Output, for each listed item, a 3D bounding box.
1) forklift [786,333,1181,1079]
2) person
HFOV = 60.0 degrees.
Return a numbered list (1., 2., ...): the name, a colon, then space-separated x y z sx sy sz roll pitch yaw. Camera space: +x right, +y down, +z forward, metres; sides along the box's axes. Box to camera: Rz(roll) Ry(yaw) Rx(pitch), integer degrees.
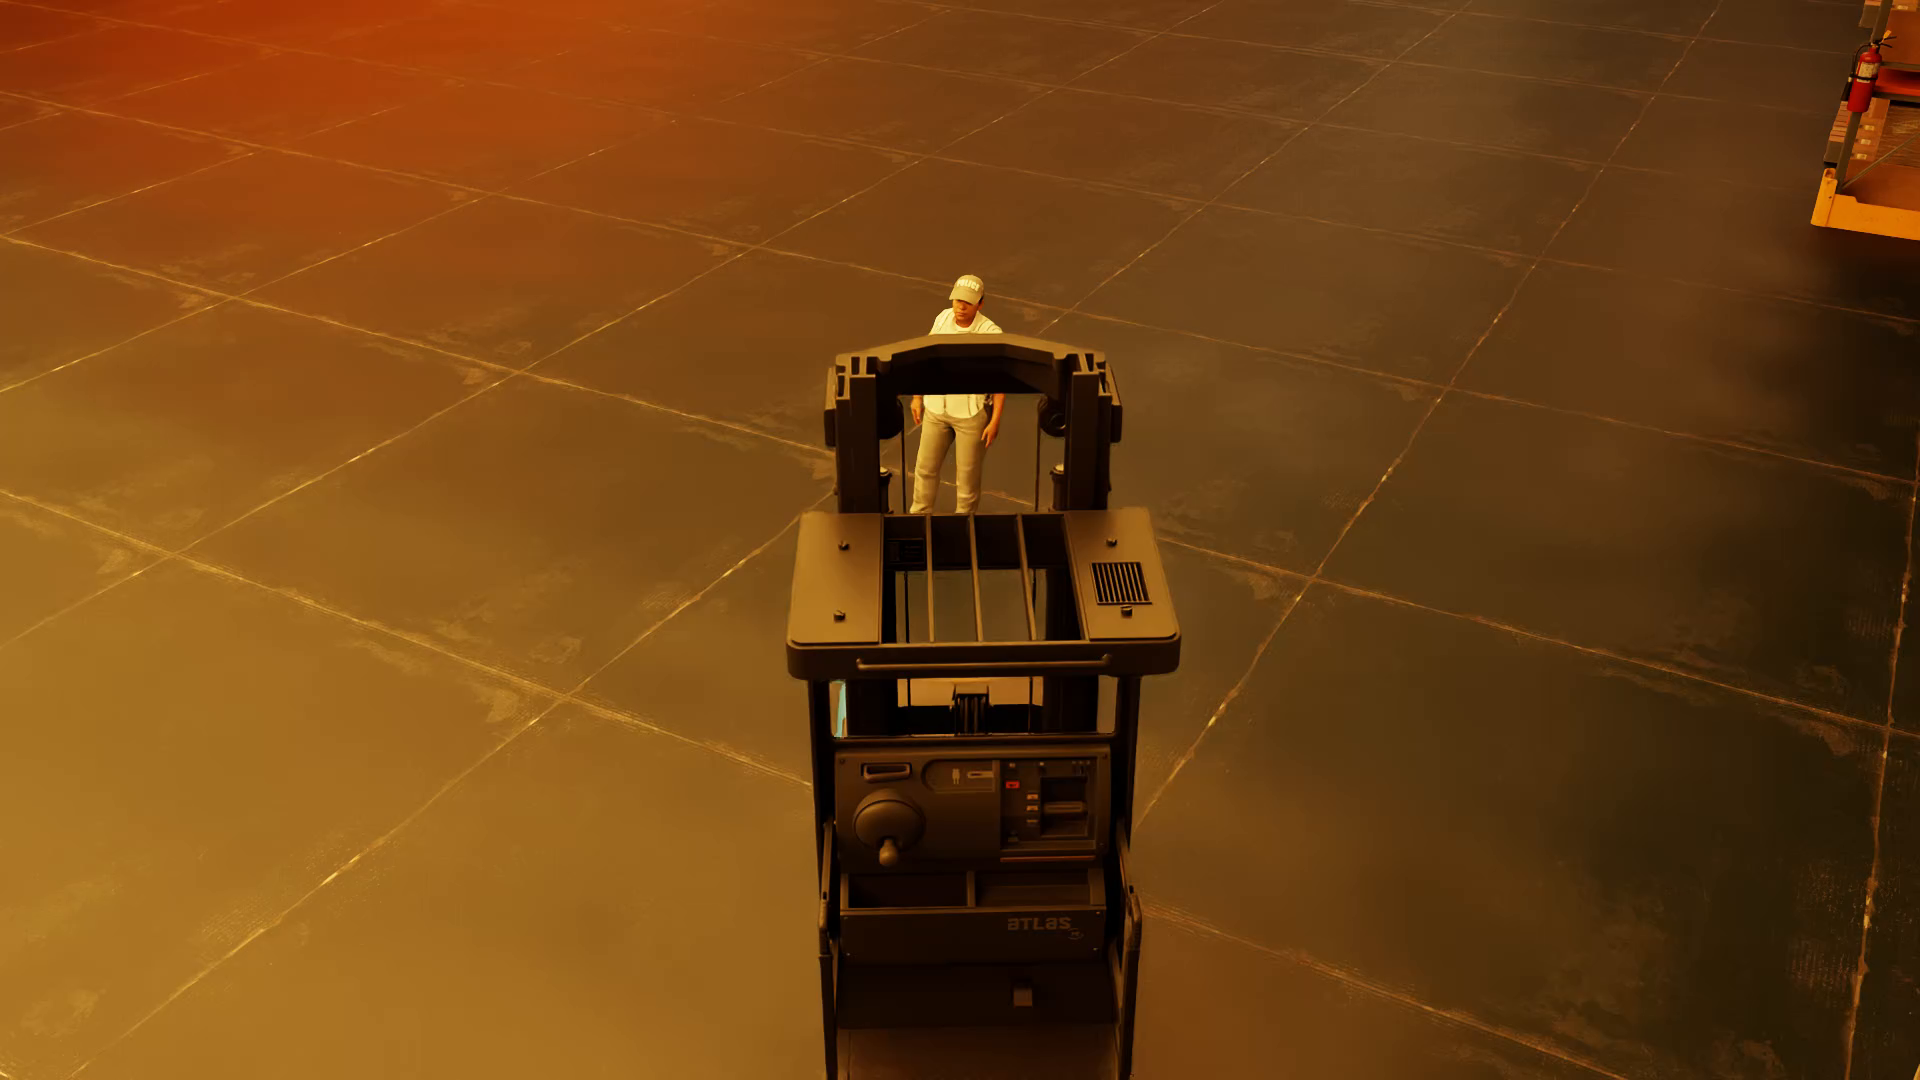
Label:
1. forklift: 0.054 0.944 5.435 1.130 2.935 3.031 -1 30 -2
2. person: -0.057 -0.701 9.534 0.598 1.670 0.529 15 33 25
